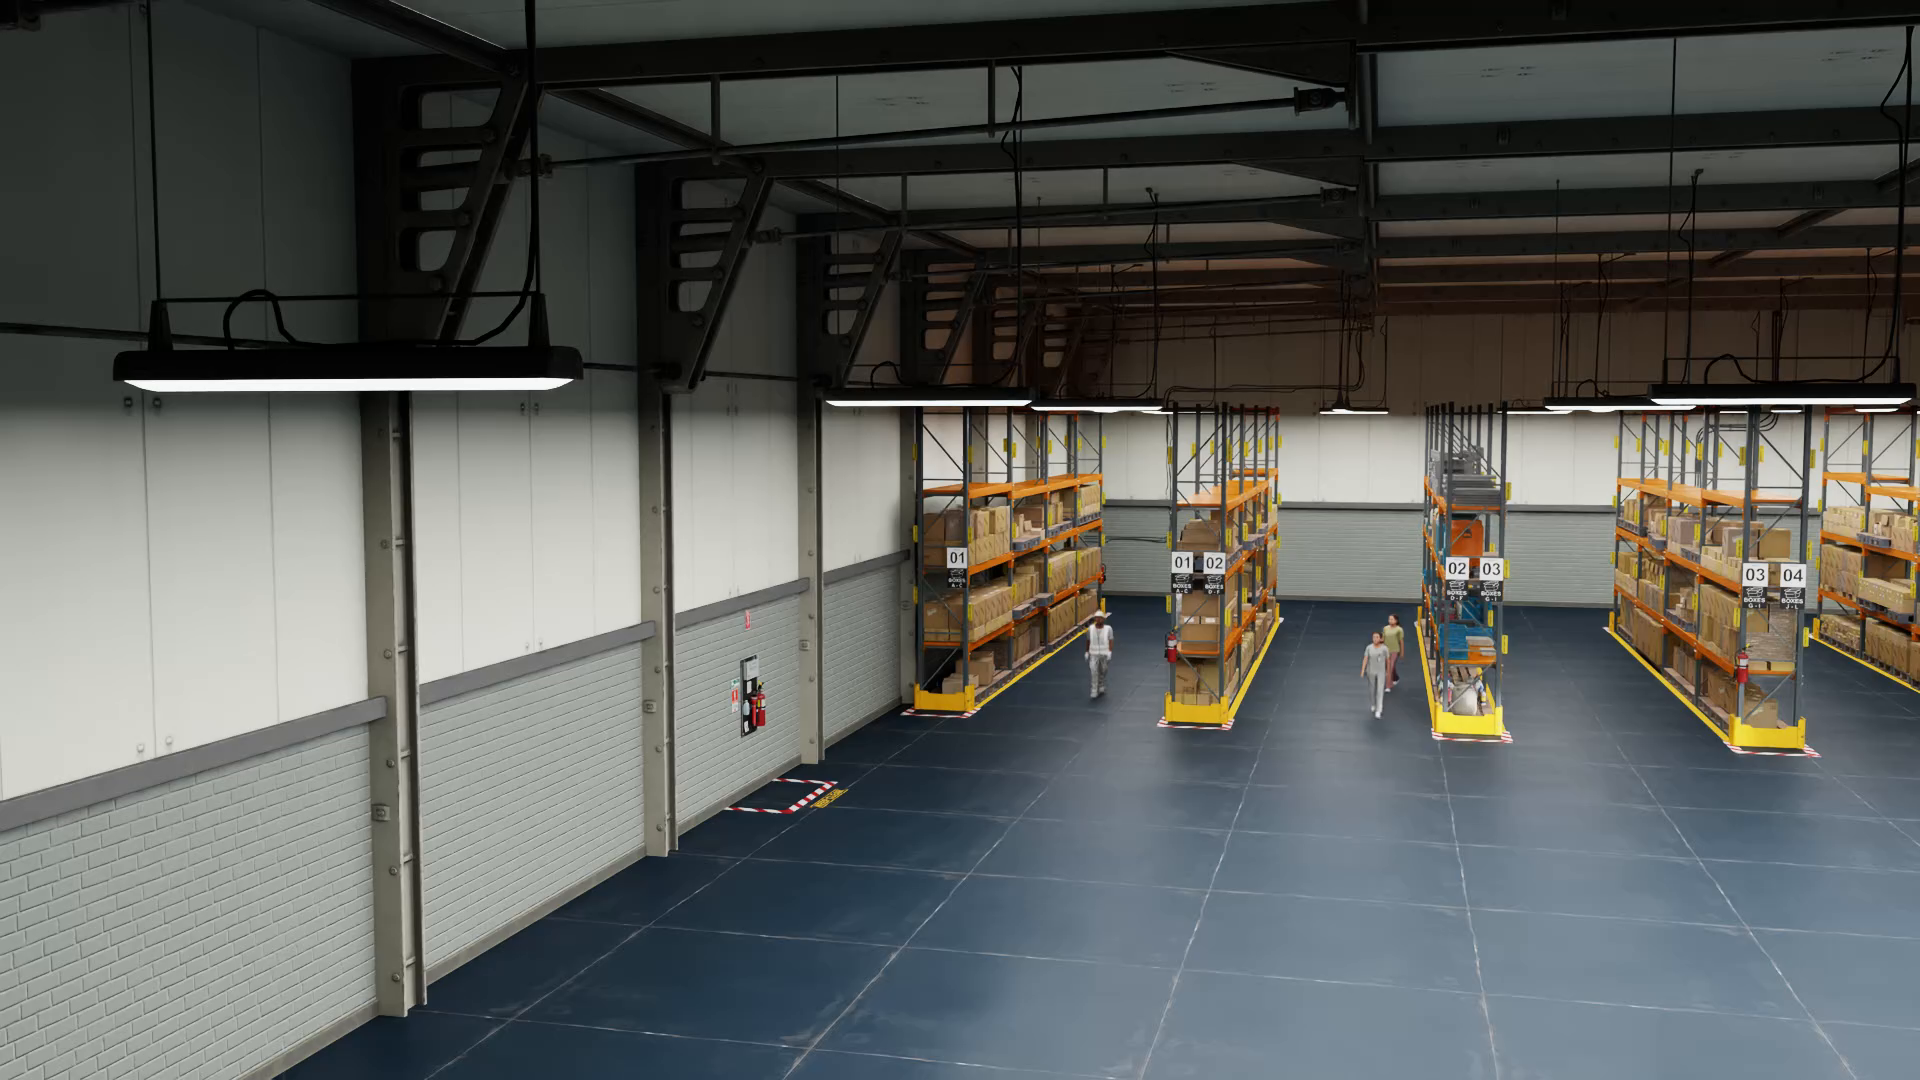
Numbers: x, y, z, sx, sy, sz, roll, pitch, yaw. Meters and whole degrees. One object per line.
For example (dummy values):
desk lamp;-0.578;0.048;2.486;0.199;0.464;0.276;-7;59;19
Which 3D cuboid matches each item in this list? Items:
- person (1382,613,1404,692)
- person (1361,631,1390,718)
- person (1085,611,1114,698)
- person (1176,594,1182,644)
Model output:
person;9.000;2.336;34.754;0.513;1.621;1.025;3;5;36
person;7.957;2.544;31.834;0.531;1.601;1.060;1;4;17
person;2.863;2.324;33.966;0.566;1.709;1.067;0;4;-1
person;5.599;1.799;41.892;0.470;1.623;1.033;1;4;12
